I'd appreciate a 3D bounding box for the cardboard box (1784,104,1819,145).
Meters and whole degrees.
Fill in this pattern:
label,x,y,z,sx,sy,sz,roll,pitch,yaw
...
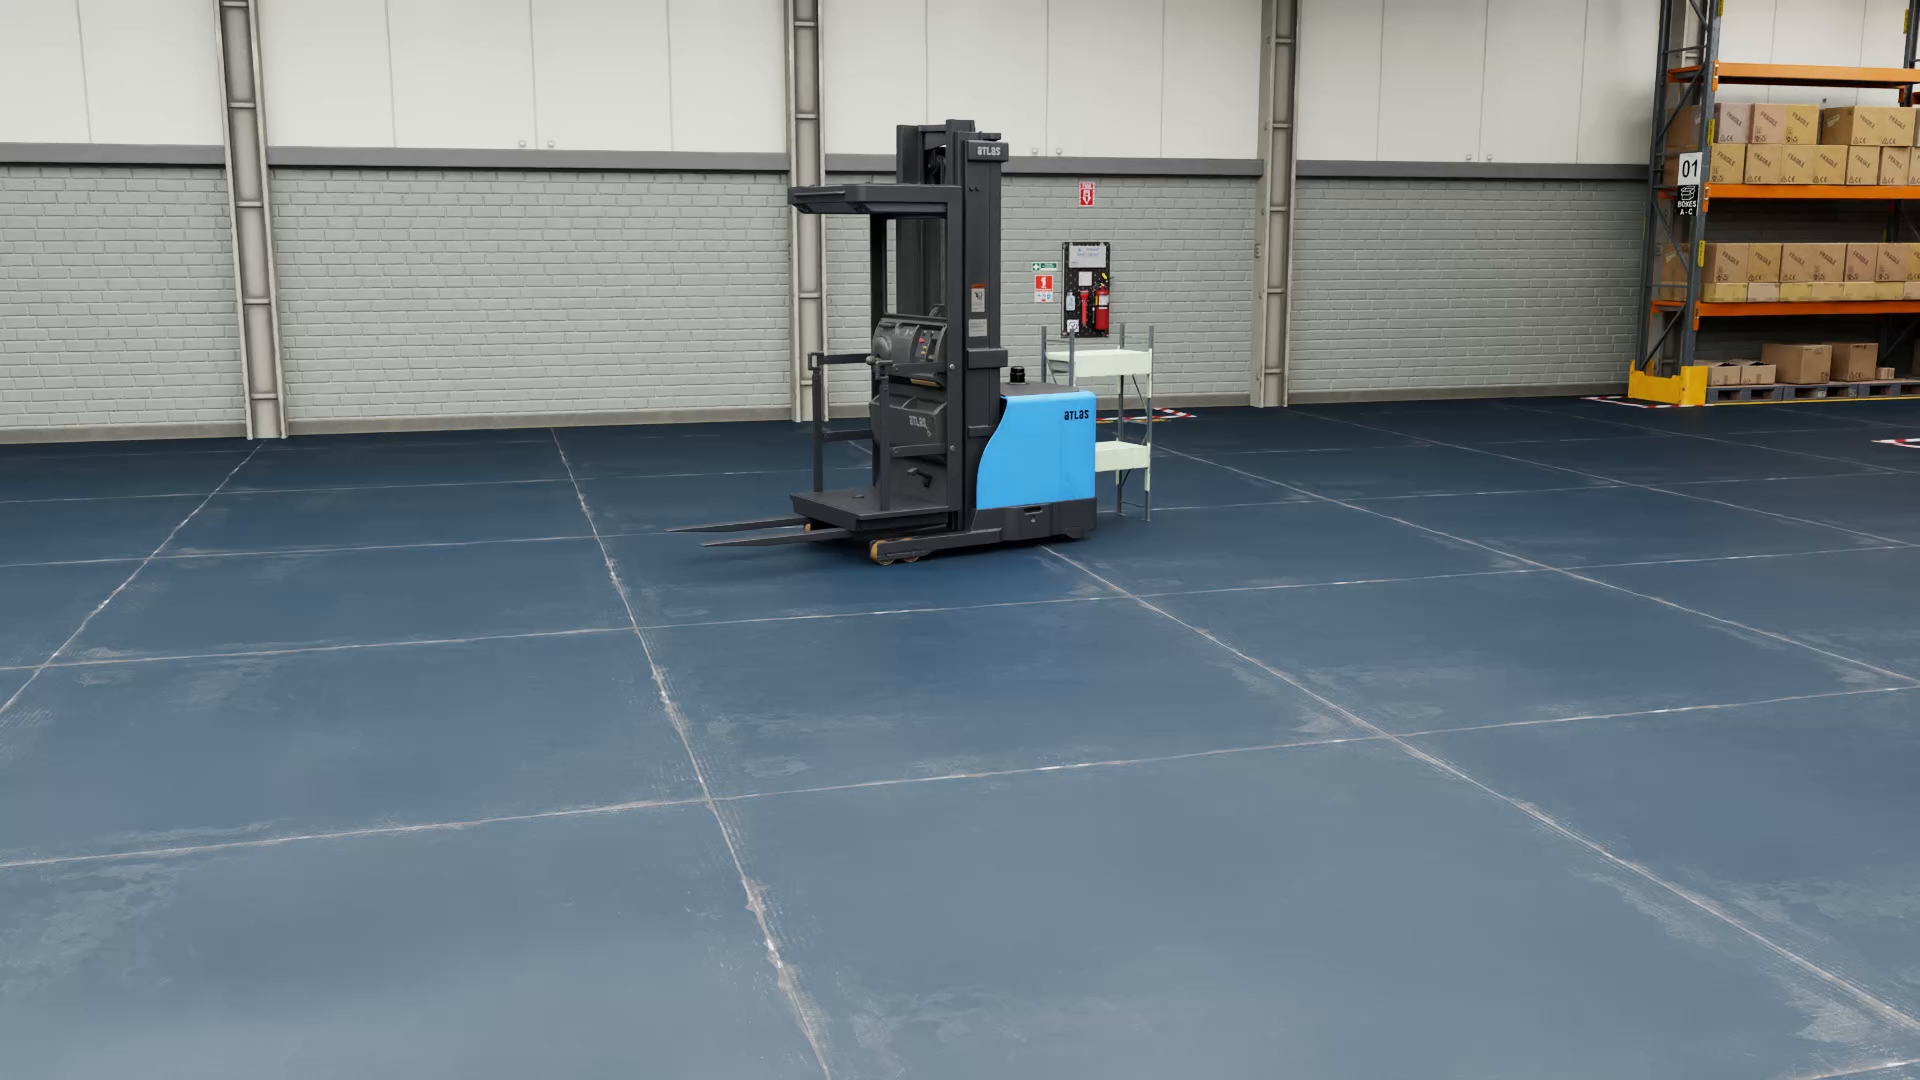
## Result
label,x,y,z,sx,sy,sz,roll,pitch,yaw
cardboard box,10.728,-5.371,21.556,0.500,0.500,0.500,-3,11,-14

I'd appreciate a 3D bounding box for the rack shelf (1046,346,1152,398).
label,x,y,z,sx,sy,sz,roll,pitch,yaw
rack shelf,1.039,-1.260,12.595,0.720,0.370,0.431,-6,12,-31

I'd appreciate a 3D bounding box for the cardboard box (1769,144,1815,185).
label,x,y,z,sx,sy,sz,roll,pitch,yaw
cardboard box,10.720,-4.878,21.645,0.500,0.500,0.500,-2,11,-13

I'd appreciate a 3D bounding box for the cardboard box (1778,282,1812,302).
label,x,y,z,sx,sy,sz,roll,pitch,yaw
cardboard box,10.848,-3.282,21.948,0.500,0.250,0.500,-3,11,-17

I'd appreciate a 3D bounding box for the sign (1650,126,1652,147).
label,x,y,z,sx,sy,sz,roll,pitch,yaw
sign,9.170,-5.331,21.989,0.005,0.325,0.100,-3,11,-16

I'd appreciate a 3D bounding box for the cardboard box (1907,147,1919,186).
label,x,y,z,sx,sy,sz,roll,pitch,yaw
cardboard box,12.728,-4.991,22.255,0.500,0.500,0.500,-3,11,-14

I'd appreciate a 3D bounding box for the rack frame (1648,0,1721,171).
label,x,y,z,sx,sy,sz,roll,pitch,yaw
rack frame,9.306,-6.273,21.268,0.127,3.000,1.000,-3,11,-16

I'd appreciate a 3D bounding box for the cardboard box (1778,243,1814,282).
label,x,y,z,sx,sy,sz,roll,pitch,yaw
cardboard box,10.823,-3.648,21.865,0.500,0.500,0.500,-3,11,-18

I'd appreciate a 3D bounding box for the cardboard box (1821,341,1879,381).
label,x,y,z,sx,sy,sz,roll,pitch,yaw
cardboard box,12.161,-2.453,22.774,0.500,0.500,0.500,-4,11,-20

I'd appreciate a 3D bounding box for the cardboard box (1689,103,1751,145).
label,x,y,z,sx,sy,sz,roll,pitch,yaw
cardboard box,9.743,-5.326,21.315,0.500,0.500,0.500,-4,11,-20

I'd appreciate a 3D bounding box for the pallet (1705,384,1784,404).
label,x,y,z,sx,sy,sz,roll,pitch,yaw
pallet,10.168,-1.990,22.274,1.213,0.211,1.003,-3,11,-16

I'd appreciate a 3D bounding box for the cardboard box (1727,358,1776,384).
label,x,y,z,sx,sy,sz,roll,pitch,yaw
cardboard box,10.542,-2.265,22.277,0.500,0.311,0.500,-2,11,-11

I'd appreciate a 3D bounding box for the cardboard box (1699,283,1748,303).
label,x,y,z,sx,sy,sz,roll,pitch,yaw
cardboard box,9.863,-3.228,21.657,0.500,0.250,0.500,-3,11,-18

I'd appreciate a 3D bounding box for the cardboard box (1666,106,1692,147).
label,x,y,z,sx,sy,sz,roll,pitch,yaw
cardboard box,9.646,-5.416,21.803,0.500,0.500,0.500,-3,11,-13

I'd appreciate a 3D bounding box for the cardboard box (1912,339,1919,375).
label,x,y,z,sx,sy,sz,roll,pitch,yaw
cardboard box,13.848,-2.552,23.315,0.500,0.500,0.700,-3,11,-14

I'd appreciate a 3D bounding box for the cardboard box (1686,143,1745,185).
label,x,y,z,sx,sy,sz,roll,pitch,yaw
cardboard box,9.696,-4.830,21.384,0.500,0.500,0.500,-3,11,-14

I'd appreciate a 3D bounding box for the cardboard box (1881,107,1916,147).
label,x,y,z,sx,sy,sz,roll,pitch,yaw
cardboard box,12.215,-5.449,21.982,0.500,0.500,0.500,-2,11,-13

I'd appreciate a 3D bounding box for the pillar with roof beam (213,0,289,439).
label,x,y,z,sx,sy,sz,roll,pitch,yaw
pillar with roof beam,-6.343,-4.800,13.264,0.400,9.000,9.100,-3,11,-16

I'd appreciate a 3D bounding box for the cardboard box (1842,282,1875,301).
label,x,y,z,sx,sy,sz,roll,pitch,yaw
cardboard box,11.817,-3.333,22.224,0.500,0.250,0.500,-3,11,-16

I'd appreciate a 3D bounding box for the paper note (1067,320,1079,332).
label,x,y,z,sx,sy,sz,roll,pitch,yaw
paper note,1.402,-2.656,20.624,0.142,0.148,0.016,-3,11,-16

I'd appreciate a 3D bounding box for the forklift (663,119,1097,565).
label,x,y,z,sx,sy,sz,roll,pitch,yaw
forklift,-0.534,-1.382,11.459,3.031,2.935,1.130,-6,12,-31

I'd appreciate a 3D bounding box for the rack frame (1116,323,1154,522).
label,x,y,z,sx,sy,sz,roll,pitch,yaw
rack frame,1.351,-0.911,12.854,0.023,1.500,0.400,-6,12,-31

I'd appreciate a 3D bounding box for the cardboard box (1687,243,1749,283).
label,x,y,z,sx,sy,sz,roll,pitch,yaw
cardboard box,9.848,-3.600,21.602,0.500,0.500,0.500,-3,11,-16

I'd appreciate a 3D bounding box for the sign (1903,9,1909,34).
label,x,y,z,sx,sy,sz,roll,pitch,yaw
sign,12.985,-7.109,22.791,0.005,0.325,0.100,-3,11,-16

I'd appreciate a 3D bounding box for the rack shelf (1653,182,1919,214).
label,x,y,z,sx,sy,sz,roll,pitch,yaw
rack shelf,11.226,-4.545,22.154,4.000,0.370,1.077,-3,11,-16

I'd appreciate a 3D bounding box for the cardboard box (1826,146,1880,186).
label,x,y,z,sx,sy,sz,roll,pitch,yaw
cardboard box,11.720,-4.933,21.941,0.500,0.500,0.500,-3,11,-18

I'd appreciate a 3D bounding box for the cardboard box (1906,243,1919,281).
label,x,y,z,sx,sy,sz,roll,pitch,yaw
cardboard box,12.779,-3.752,22.432,0.500,0.500,0.500,-3,11,-16

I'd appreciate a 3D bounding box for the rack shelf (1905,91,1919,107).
label,x,y,z,sx,sy,sz,roll,pitch,yaw
rack shelf,15.066,-6.026,23.019,4.000,0.370,1.077,-3,11,-16

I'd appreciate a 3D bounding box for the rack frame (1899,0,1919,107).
label,x,y,z,sx,sy,sz,roll,pitch,yaw
rack frame,13.146,-6.476,22.367,0.127,3.000,1.000,-3,11,-16

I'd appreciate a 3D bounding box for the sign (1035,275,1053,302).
label,x,y,z,sx,sy,sz,roll,pitch,yaw
sign,1.032,-3.094,20.470,0.234,0.329,0.001,-3,11,-16

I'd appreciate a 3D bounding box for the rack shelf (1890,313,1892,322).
label,x,y,z,sx,sy,sz,roll,pitch,yaw
rack shelf,15.066,-3.273,23.525,4.000,0.370,1.077,-3,11,-16

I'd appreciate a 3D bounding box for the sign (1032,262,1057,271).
label,x,y,z,sx,sy,sz,roll,pitch,yaw
sign,1.039,-3.353,20.415,0.331,0.109,0.001,-3,11,-16

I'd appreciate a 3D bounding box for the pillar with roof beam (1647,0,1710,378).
label,x,y,z,sx,sy,sz,roll,pitch,yaw
pillar with roof beam,10.939,-5.711,18.212,0.400,9.000,9.100,-3,11,-16

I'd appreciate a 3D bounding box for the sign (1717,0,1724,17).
label,x,y,z,sx,sy,sz,roll,pitch,yaw
sign,9.457,-6.677,20.664,0.005,0.325,0.100,-3,11,-16

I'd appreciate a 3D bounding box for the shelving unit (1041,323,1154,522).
label,x,y,z,sx,sy,sz,roll,pitch,yaw
shelving unit,1.039,-0.877,12.666,0.755,1.500,0.431,-6,12,-31

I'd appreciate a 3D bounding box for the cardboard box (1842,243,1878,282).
label,x,y,z,sx,sy,sz,roll,pitch,yaw
cardboard box,11.814,-3.703,22.162,0.500,0.500,0.500,-3,11,-18

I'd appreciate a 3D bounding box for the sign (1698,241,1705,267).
label,x,y,z,sx,sy,sz,roll,pitch,yaw
sign,9.457,-3.654,21.220,0.005,0.325,0.100,-3,11,-16

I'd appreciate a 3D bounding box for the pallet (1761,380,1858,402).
label,x,y,z,sx,sy,sz,roll,pitch,yaw
pallet,11.338,-2.051,22.606,1.213,0.211,1.003,-3,11,-16

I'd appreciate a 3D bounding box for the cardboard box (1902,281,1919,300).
label,x,y,z,sx,sy,sz,roll,pitch,yaw
cardboard box,12.776,-3.385,22.506,0.500,0.250,0.500,-3,11,-16
